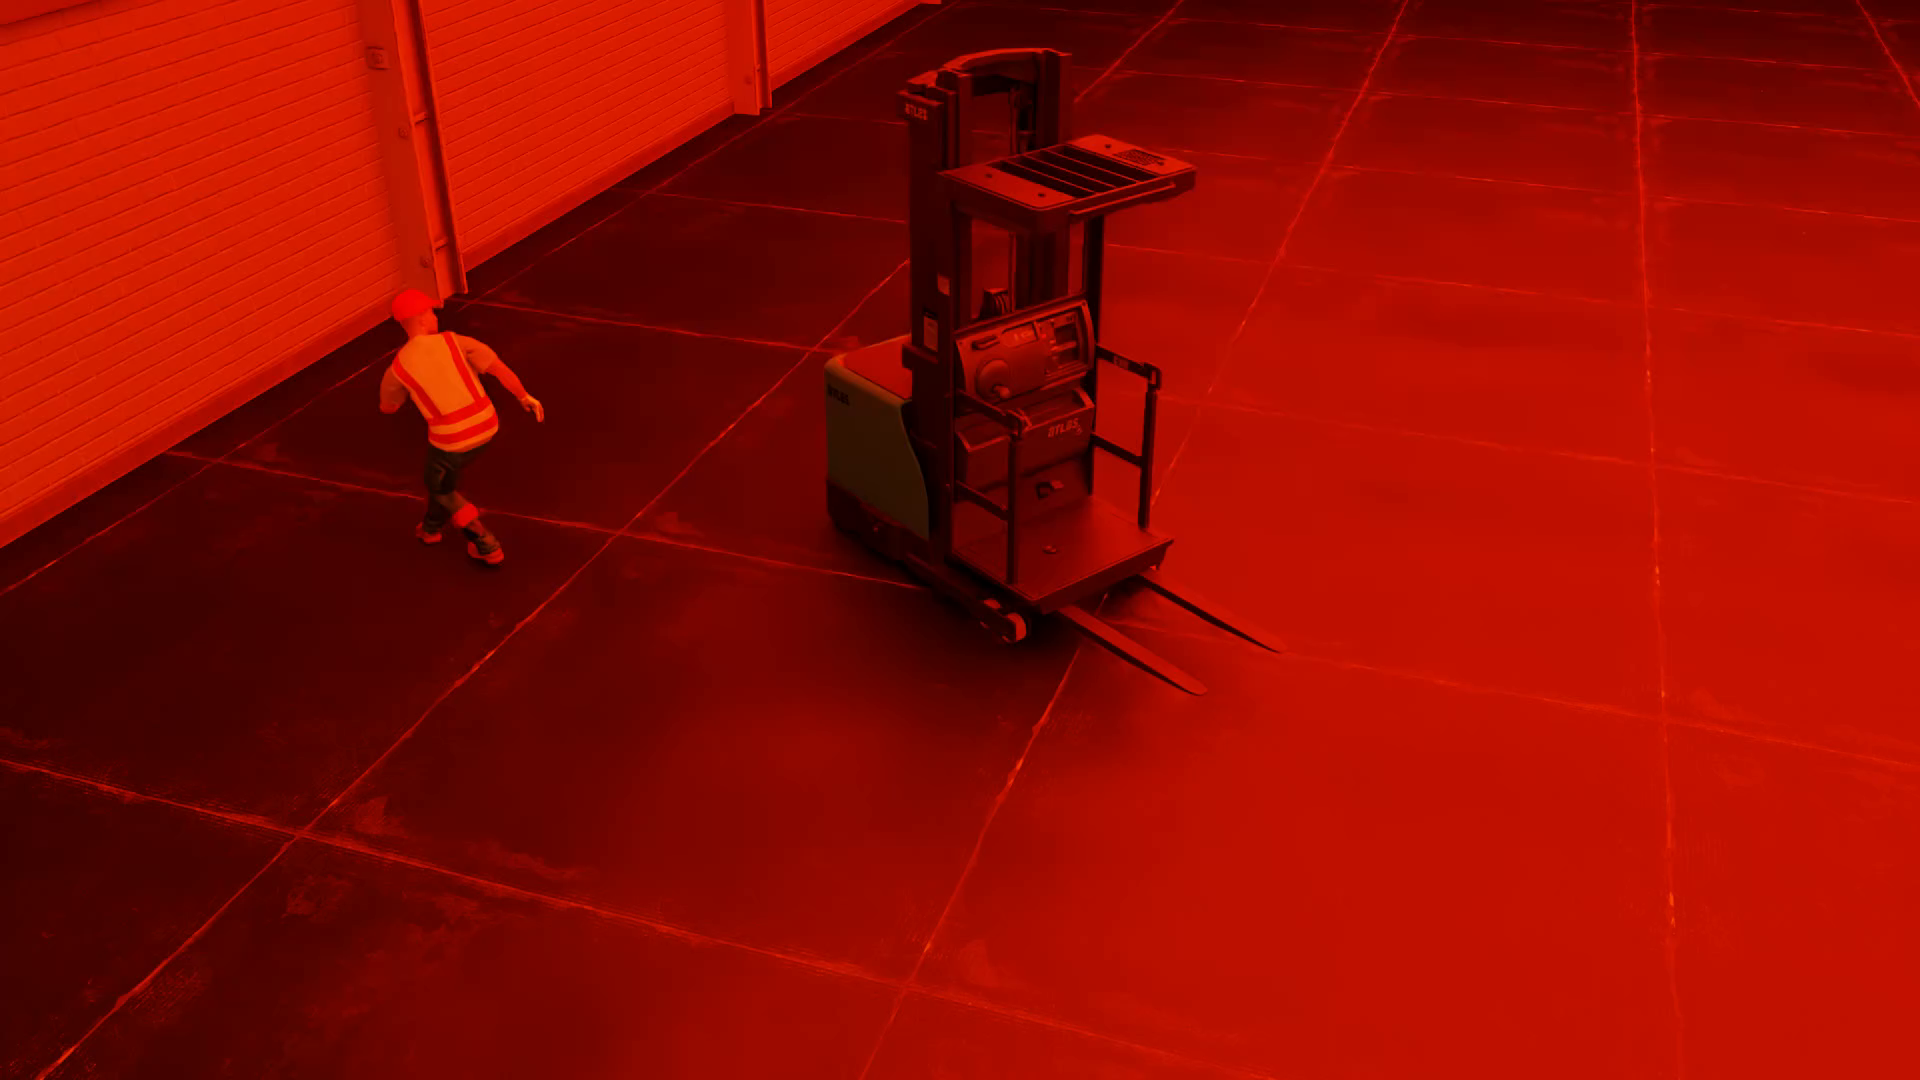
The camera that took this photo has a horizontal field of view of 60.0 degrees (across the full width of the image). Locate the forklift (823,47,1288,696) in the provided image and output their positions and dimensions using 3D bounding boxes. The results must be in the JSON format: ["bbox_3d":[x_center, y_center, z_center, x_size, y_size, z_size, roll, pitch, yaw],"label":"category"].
[{"bbox_3d":[0.496,-0.989,8.871,1.130,2.935,3.031,-22,36,-33],"label":"forklift"}]

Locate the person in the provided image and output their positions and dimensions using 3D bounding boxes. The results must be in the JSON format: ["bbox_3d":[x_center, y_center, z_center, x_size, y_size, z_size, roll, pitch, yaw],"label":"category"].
[{"bbox_3d":[-2.944,-0.708,9.704,0.803,1.637,0.817,-23,37,-35],"label":"person"}]
